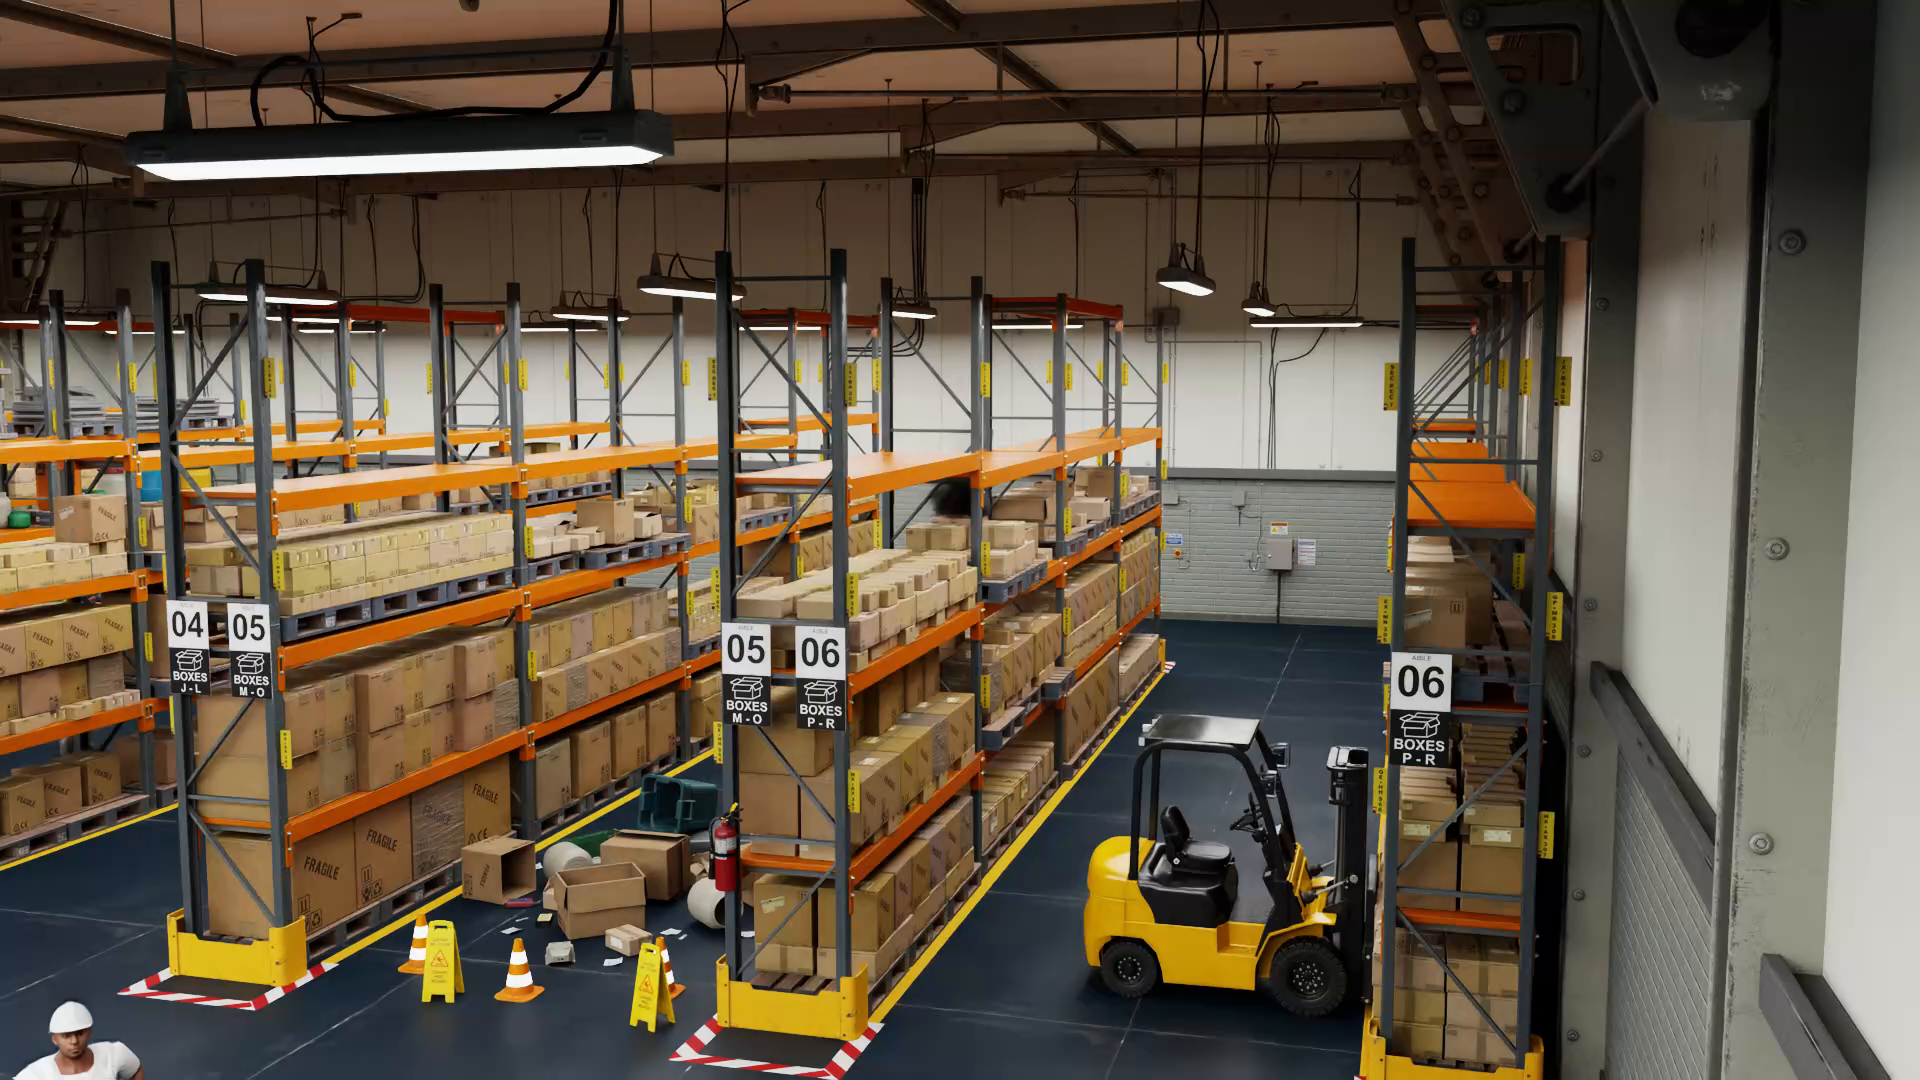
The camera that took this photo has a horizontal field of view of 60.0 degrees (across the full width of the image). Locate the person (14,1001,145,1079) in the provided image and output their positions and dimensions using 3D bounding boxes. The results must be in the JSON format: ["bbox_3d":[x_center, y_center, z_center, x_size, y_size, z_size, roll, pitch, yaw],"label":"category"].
[{"bbox_3d":[-4.667,3.319,8.833,0.694,1.759,0.983,-4,7,-32],"label":"person"}]

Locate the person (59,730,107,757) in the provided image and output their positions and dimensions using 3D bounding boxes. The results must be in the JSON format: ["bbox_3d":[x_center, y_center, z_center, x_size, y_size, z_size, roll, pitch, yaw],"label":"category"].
[{"bbox_3d":[-10.871,2.121,20.497,0.676,1.761,0.802,1,6,8],"label":"person"}]
